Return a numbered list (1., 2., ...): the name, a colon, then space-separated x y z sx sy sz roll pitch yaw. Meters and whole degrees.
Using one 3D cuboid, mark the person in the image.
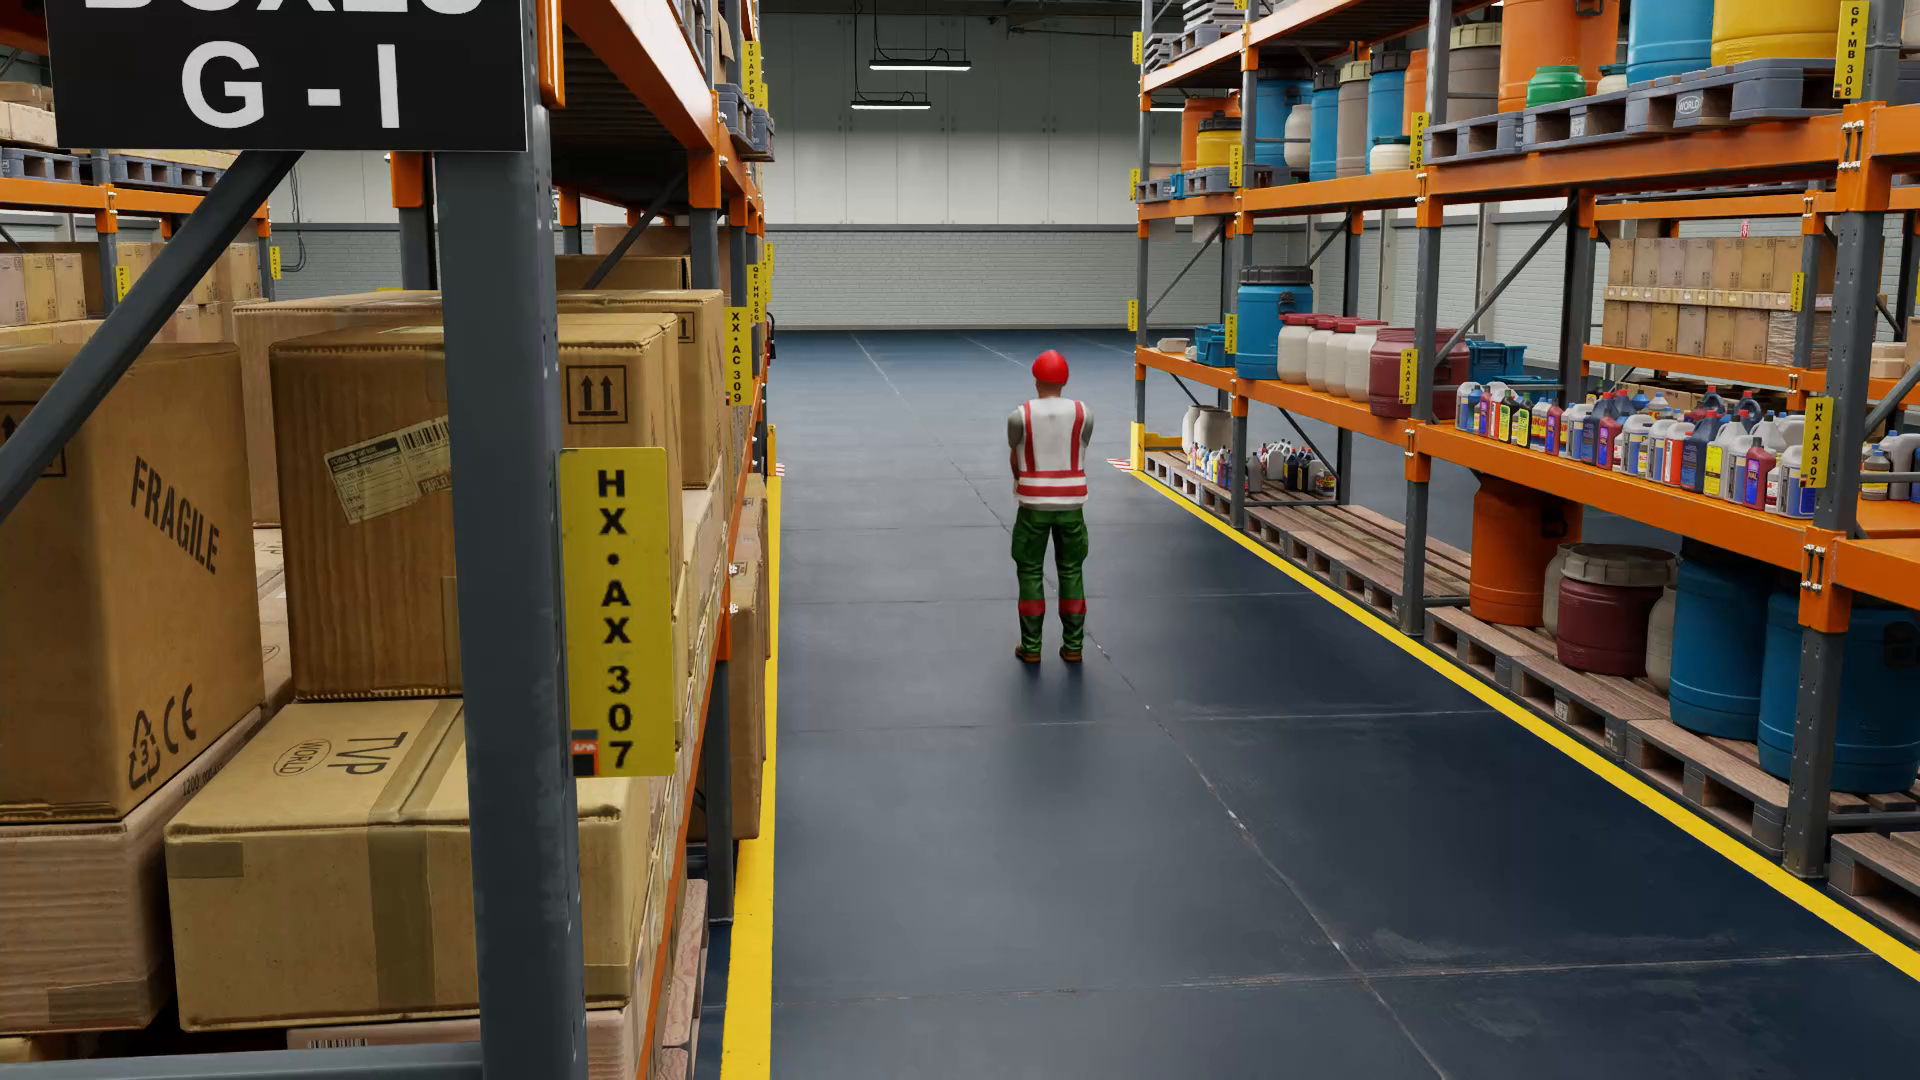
1. person: 0.495 -0.207 9.535 0.494 1.783 0.572 -1 10 -6
